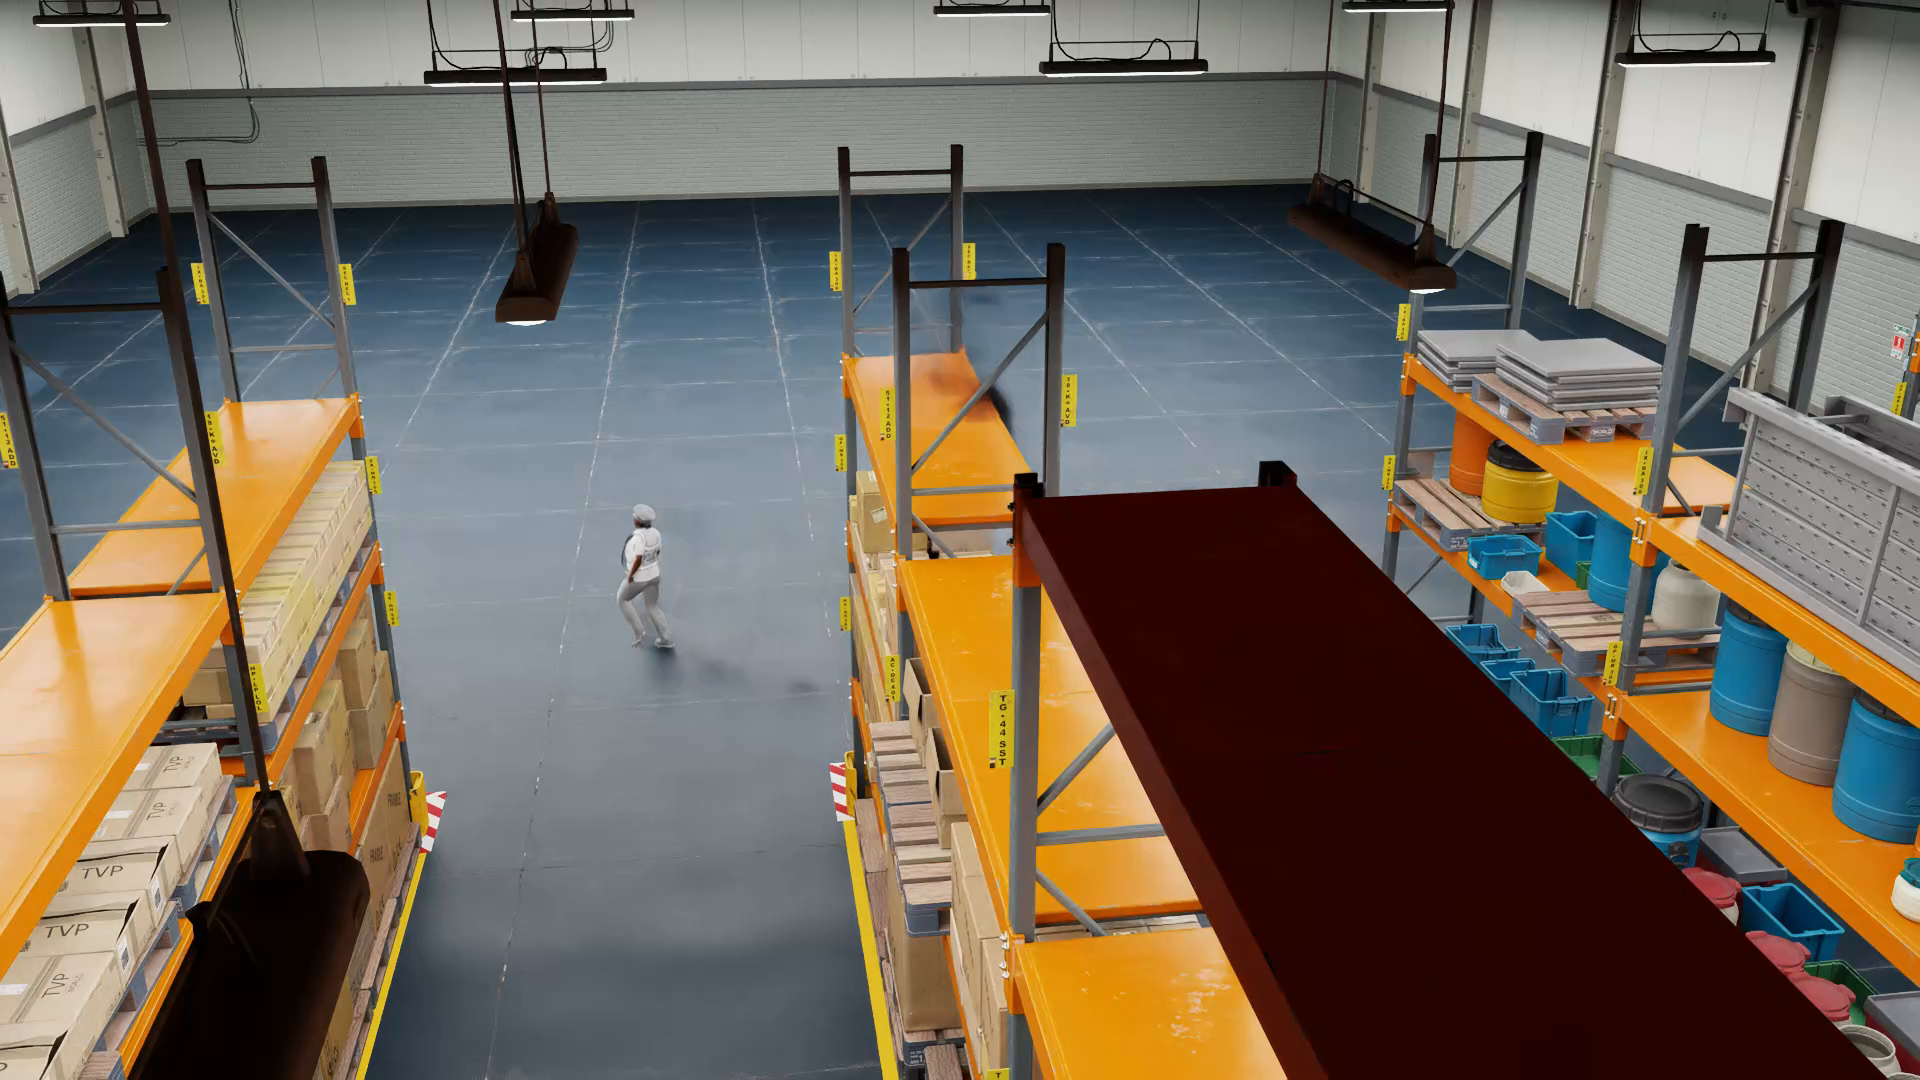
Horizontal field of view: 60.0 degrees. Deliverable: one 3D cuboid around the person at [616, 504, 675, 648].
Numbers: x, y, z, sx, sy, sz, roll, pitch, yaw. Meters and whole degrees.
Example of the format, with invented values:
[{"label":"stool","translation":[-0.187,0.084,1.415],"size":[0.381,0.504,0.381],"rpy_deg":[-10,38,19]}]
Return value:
[{"label":"person","translation":[-3.503,0.429,18.324],"size":[0.703,1.707,0.582],"rpy_deg":[15,26,33]}]
